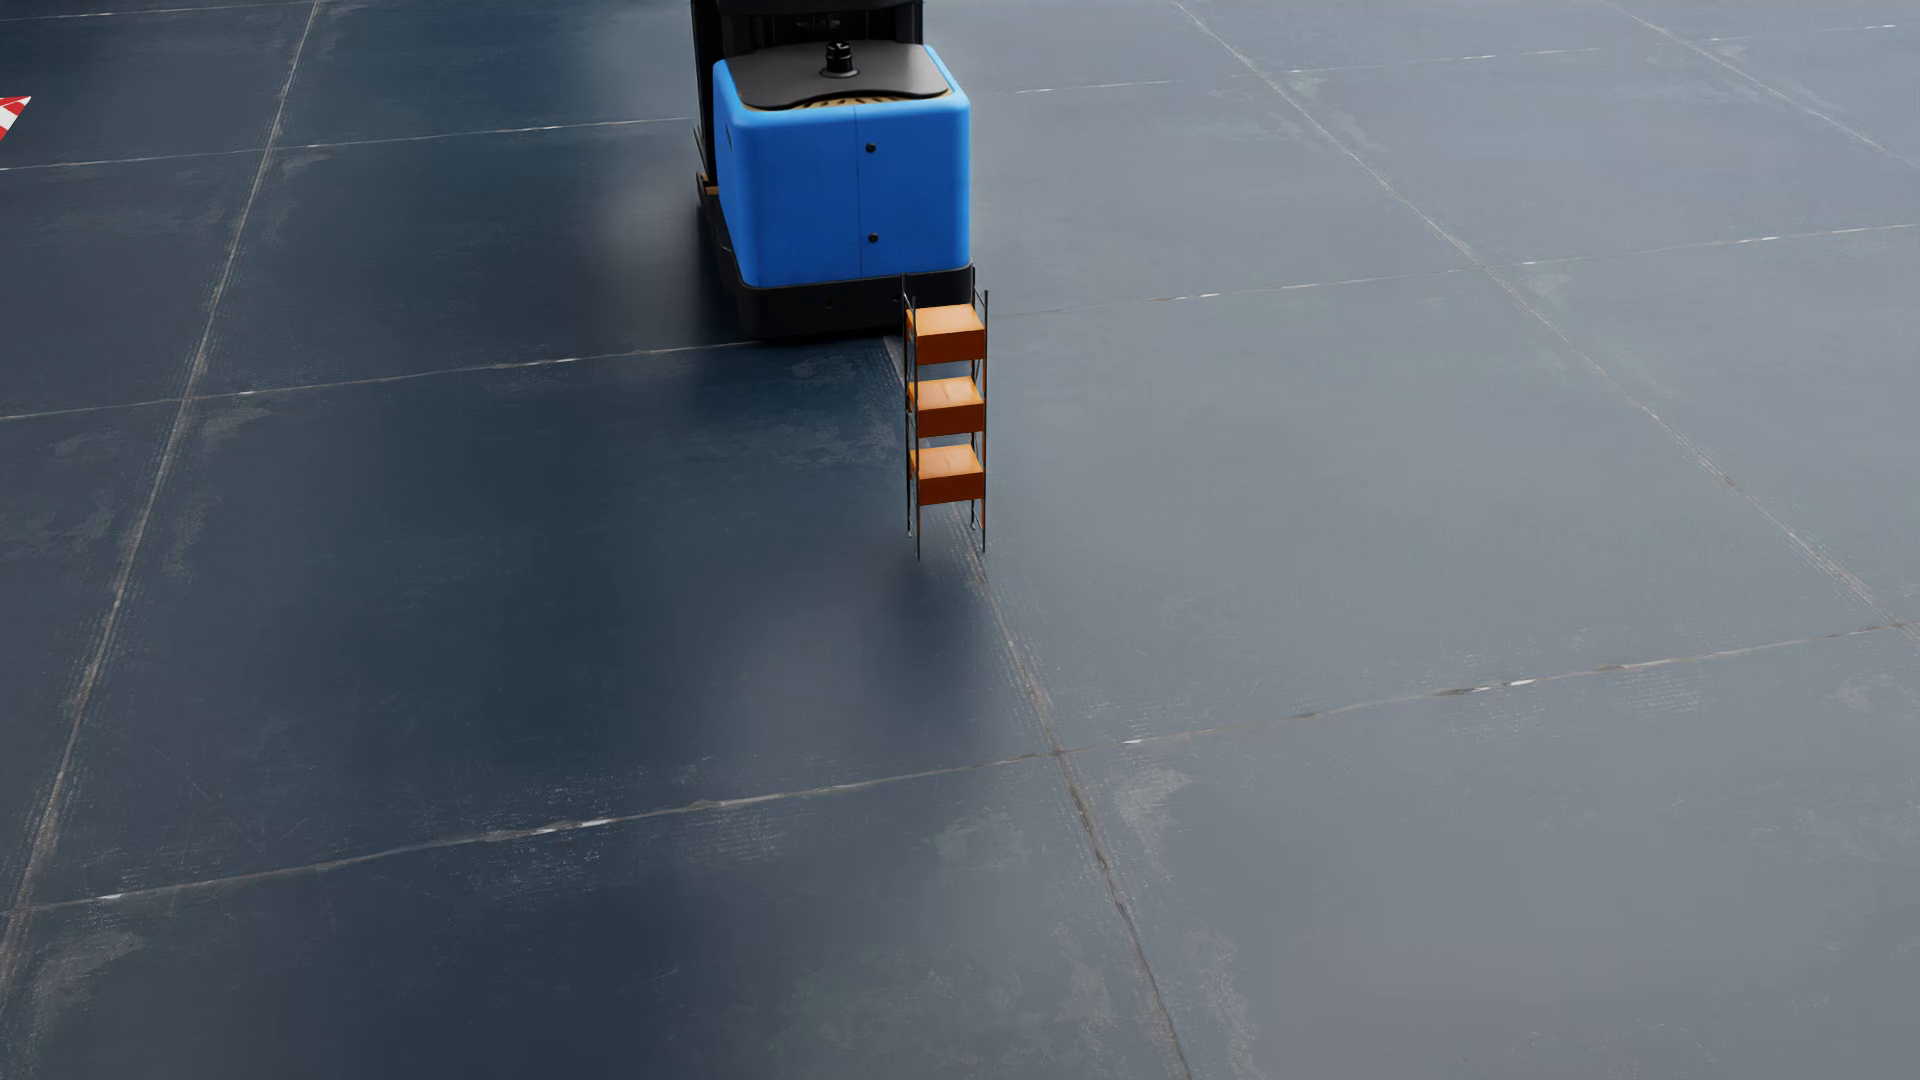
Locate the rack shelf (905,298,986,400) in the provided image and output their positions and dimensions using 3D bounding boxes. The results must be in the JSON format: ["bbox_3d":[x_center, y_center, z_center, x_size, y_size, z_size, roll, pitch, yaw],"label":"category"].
[{"bbox_3d":[-0.052,-0.656,5.708,0.240,0.259,0.215,-7,35,-11],"label":"rack shelf"}]

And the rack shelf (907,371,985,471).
[{"bbox_3d":[-0.052,-0.421,5.866,0.240,0.259,0.215,-7,35,-11],"label":"rack shelf"}]

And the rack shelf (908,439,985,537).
[{"bbox_3d":[-0.052,-0.190,6.021,0.240,0.259,0.215,-7,35,-11],"label":"rack shelf"}]

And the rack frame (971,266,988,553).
[{"bbox_3d":[0.067,-0.444,5.882,0.008,1.050,0.200,-7,35,-11],"label":"rack frame"}]

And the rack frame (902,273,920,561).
[{"bbox_3d":[-0.171,-0.414,5.838,0.008,1.050,0.200,-7,35,-11],"label":"rack frame"}]

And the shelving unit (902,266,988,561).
[{"bbox_3d":[-0.052,-0.429,5.860,0.252,1.050,0.215,-7,35,-11],"label":"shelving unit"}]

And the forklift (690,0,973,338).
[{"bbox_3d":[-0.775,-2.926,7.893,1.130,2.935,3.031,-7,35,-11],"label":"forklift"}]
